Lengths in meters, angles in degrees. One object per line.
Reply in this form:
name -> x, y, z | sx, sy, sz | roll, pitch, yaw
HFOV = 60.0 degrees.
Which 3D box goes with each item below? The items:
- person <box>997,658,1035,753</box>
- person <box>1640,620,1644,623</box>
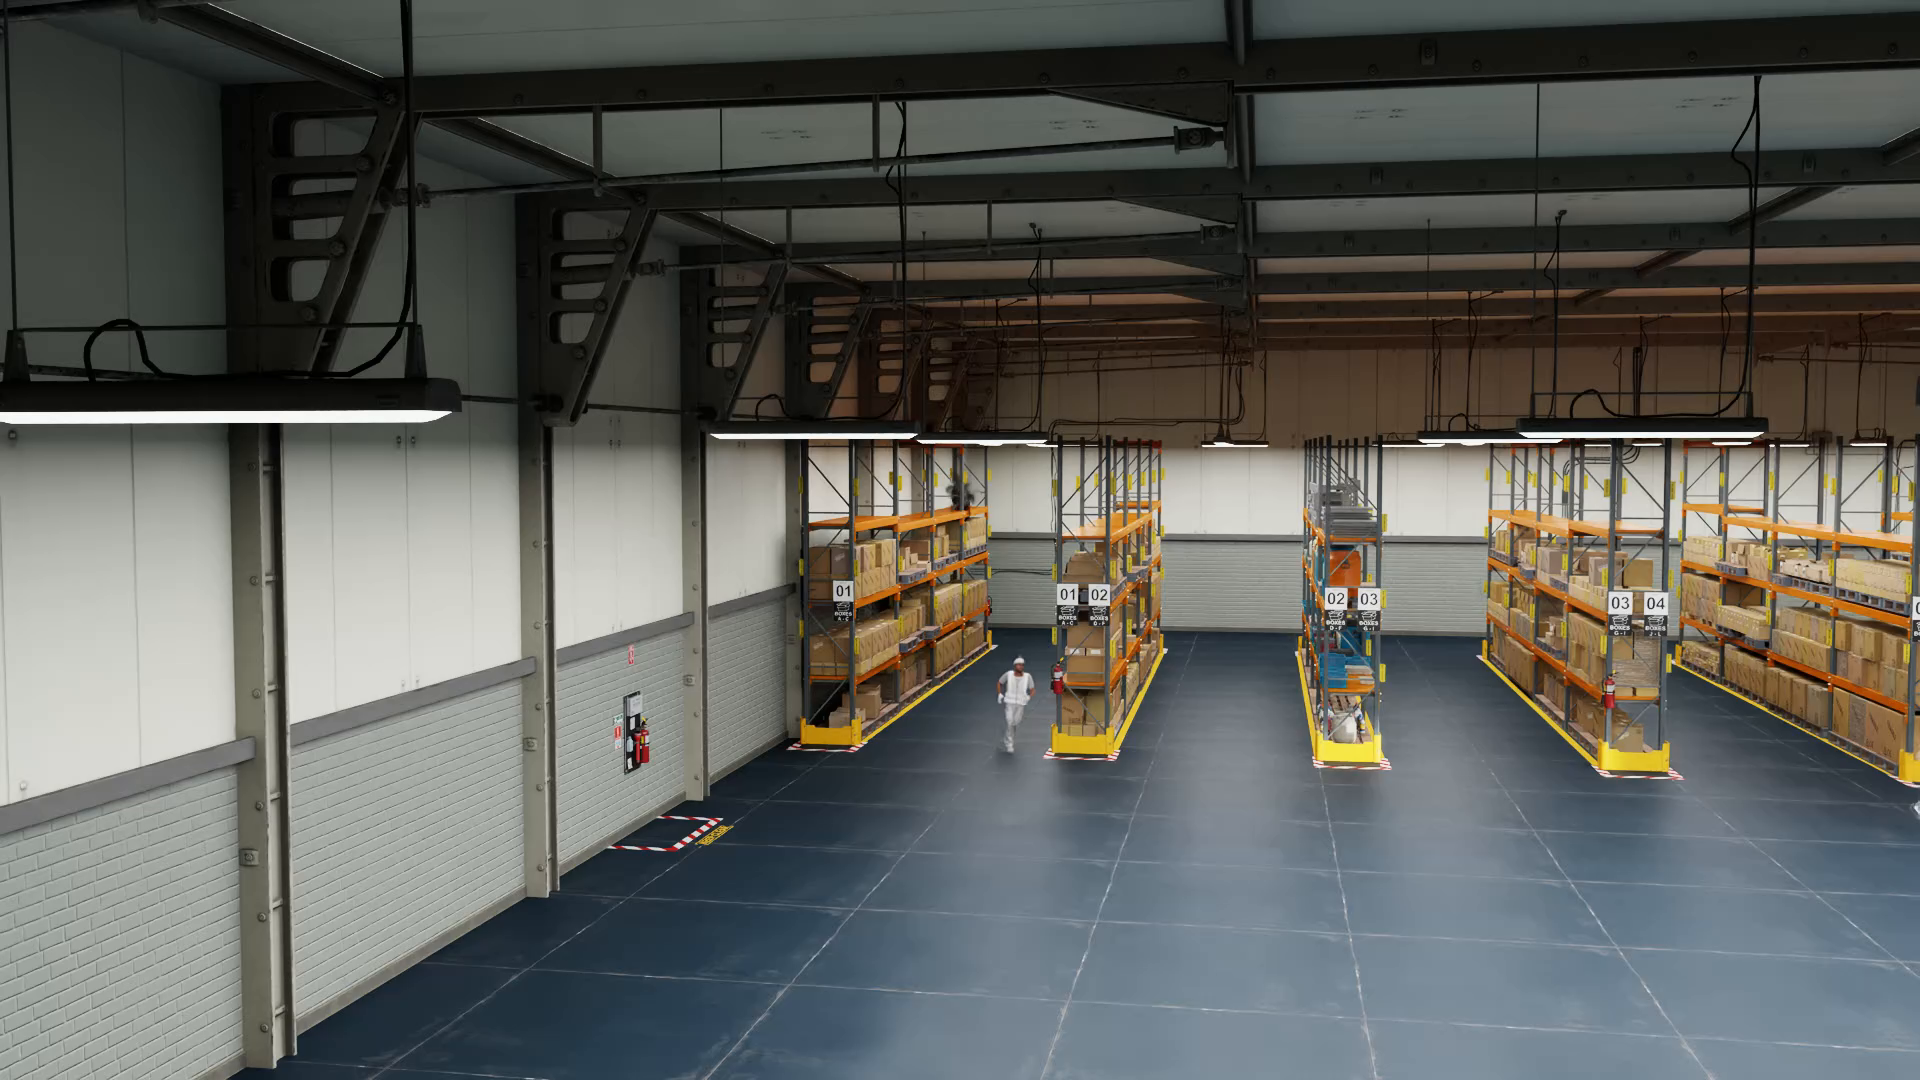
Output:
person -> 1.072, 3.132, 31.809 | 0.721, 1.765, 0.795 | 0, 3, -8
person -> 17.606, 2.553, 42.273 | 0.645, 1.744, 0.634 | 0, 3, 5
